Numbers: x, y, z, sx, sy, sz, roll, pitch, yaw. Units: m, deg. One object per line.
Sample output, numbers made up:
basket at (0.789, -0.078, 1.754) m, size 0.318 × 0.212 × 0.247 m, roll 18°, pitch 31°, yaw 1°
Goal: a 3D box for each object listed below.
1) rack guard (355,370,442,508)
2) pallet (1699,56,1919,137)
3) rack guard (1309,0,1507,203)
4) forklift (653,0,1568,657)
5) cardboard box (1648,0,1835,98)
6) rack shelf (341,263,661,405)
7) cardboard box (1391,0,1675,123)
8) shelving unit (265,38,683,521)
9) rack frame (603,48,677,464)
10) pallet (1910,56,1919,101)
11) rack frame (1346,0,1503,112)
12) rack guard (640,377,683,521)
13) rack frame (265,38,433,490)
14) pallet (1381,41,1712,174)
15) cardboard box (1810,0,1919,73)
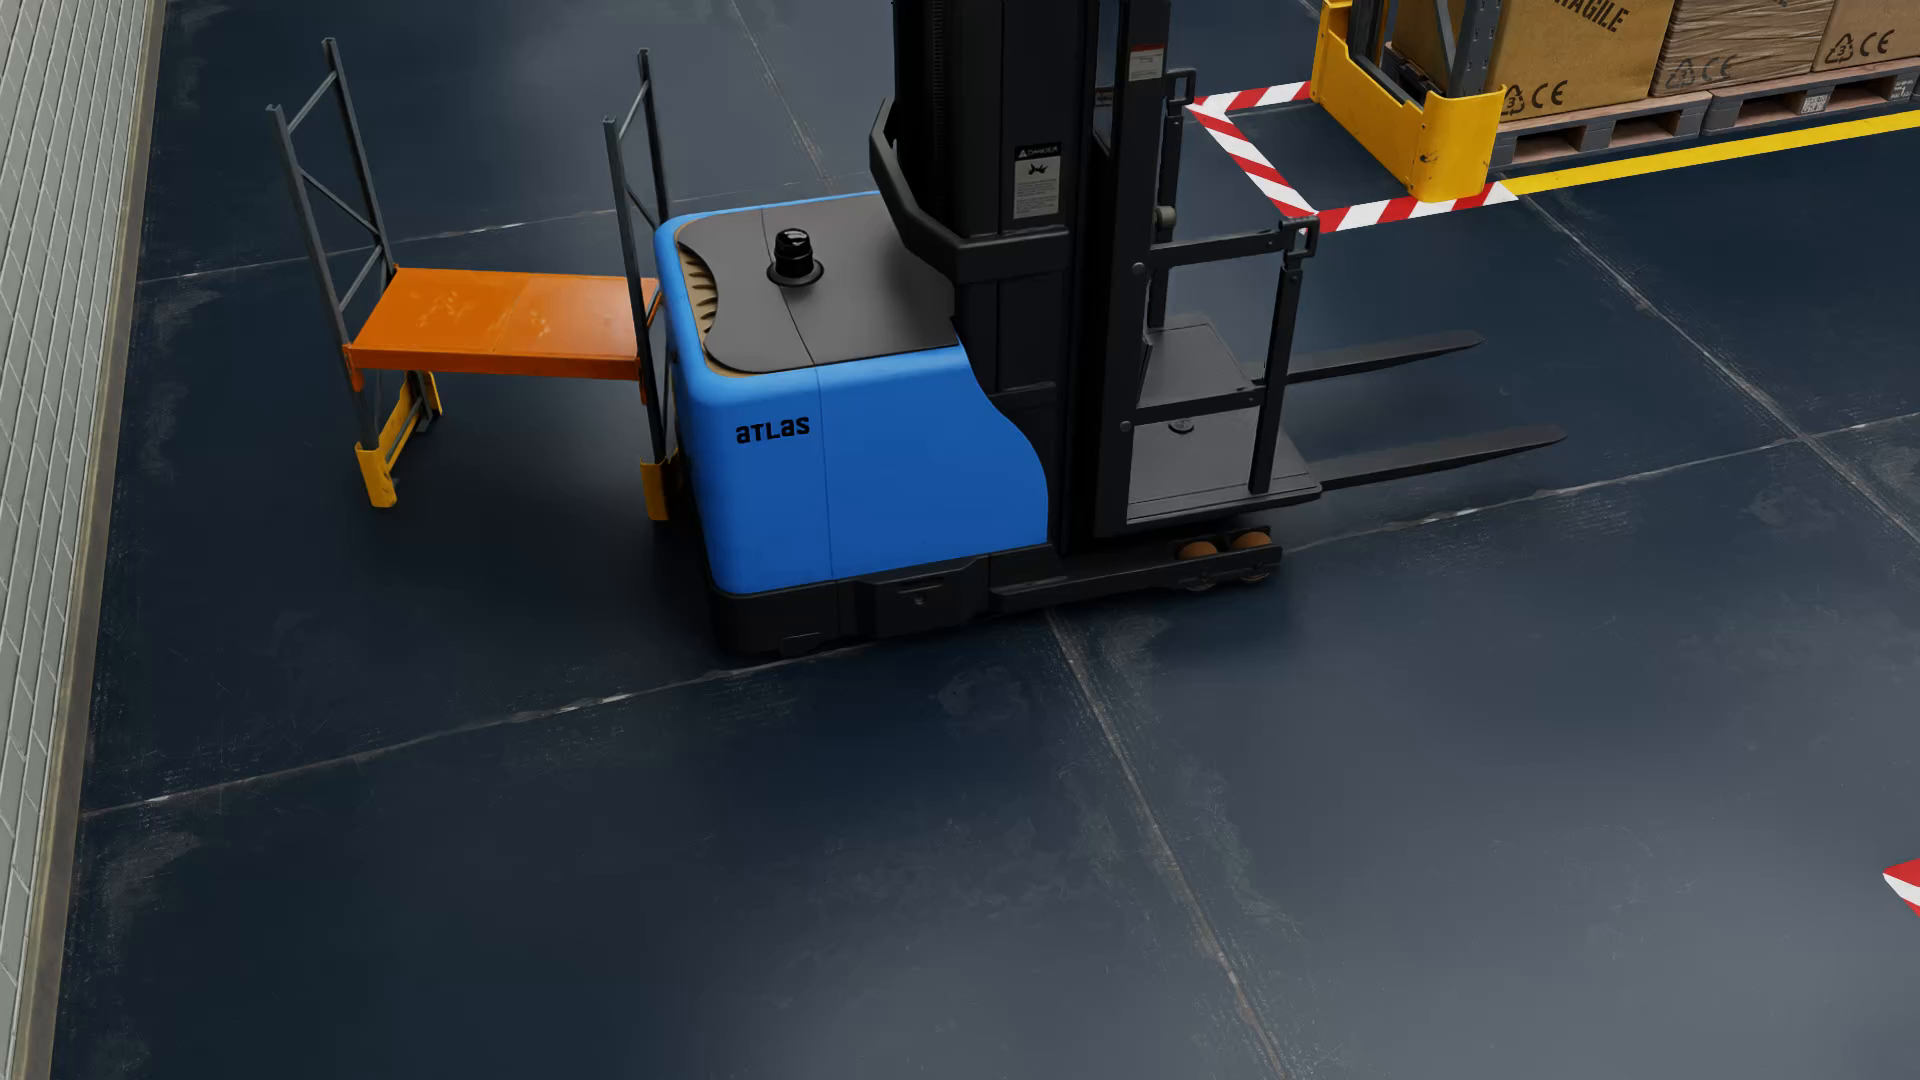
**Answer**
rack guard at (-2.026, -0.402, 6.021) m, size 0.087 × 0.250 × 0.587 m, roll 3°, pitch 41°, yaw 3°
pallet at (3.985, -2.437, 8.378) m, size 1.213 × 0.211 × 1.003 m, roll -12°, pitch 42°, yaw -13°
rack guard at (2.061, -2.095, 7.768) m, size 0.348 × 0.500 × 1.175 m, roll -12°, pitch 42°, yaw -13°
forklift at (0.585, -1.262, 4.966) m, size 3.031 × 2.935 × 1.130 m, roll -10°, pitch 42°, yaw -11°
cardboard box at (3.538, -2.755, 7.920) m, size 0.875 × 0.875 × 0.875 m, roll -12°, pitch 42°, yaw -13°
rack shelf at (-1.520, -0.713, 5.699) m, size 1.000 × 0.185 × 0.538 m, roll 3°, pitch 41°, yaw 3°
cardboard box at (2.670, -2.576, 7.714) m, size 0.875 × 0.875 × 0.875 m, roll -12°, pitch 42°, yaw -13°
shelving unit at (-1.529, -0.849, 5.581) m, size 1.083 × 1.500 × 0.587 m, roll 3°, pitch 41°, yaw 3°
rack frame at (-1.013, -0.823, 5.552) m, size 0.032 × 1.500 × 0.500 m, roll 3°, pitch 41°, yaw 3°
pallet at (5.150, -2.680, 8.657) m, size 1.213 × 0.211 × 1.003 m, roll -12°, pitch 42°, yaw -13°
rack frame at (2.084, -3.041, 6.951) m, size 0.127 × 3.000 × 1.000 m, roll -12°, pitch 42°, yaw -13°
rack guard at (-1.033, -0.353, 5.964) m, size 0.087 × 0.250 × 0.587 m, roll 3°, pitch 41°, yaw 3°
rack frame at (-2.027, -0.873, 5.610) m, size 0.032 × 1.500 × 0.500 m, roll 3°, pitch 41°, yaw 3°
pallet at (2.823, -2.198, 8.105) m, size 1.213 × 0.211 × 1.003 m, roll -12°, pitch 42°, yaw -13°
cardboard box at (4.387, -2.931, 8.121) m, size 0.875 × 0.875 × 0.875 m, roll -12°, pitch 42°, yaw -13°
